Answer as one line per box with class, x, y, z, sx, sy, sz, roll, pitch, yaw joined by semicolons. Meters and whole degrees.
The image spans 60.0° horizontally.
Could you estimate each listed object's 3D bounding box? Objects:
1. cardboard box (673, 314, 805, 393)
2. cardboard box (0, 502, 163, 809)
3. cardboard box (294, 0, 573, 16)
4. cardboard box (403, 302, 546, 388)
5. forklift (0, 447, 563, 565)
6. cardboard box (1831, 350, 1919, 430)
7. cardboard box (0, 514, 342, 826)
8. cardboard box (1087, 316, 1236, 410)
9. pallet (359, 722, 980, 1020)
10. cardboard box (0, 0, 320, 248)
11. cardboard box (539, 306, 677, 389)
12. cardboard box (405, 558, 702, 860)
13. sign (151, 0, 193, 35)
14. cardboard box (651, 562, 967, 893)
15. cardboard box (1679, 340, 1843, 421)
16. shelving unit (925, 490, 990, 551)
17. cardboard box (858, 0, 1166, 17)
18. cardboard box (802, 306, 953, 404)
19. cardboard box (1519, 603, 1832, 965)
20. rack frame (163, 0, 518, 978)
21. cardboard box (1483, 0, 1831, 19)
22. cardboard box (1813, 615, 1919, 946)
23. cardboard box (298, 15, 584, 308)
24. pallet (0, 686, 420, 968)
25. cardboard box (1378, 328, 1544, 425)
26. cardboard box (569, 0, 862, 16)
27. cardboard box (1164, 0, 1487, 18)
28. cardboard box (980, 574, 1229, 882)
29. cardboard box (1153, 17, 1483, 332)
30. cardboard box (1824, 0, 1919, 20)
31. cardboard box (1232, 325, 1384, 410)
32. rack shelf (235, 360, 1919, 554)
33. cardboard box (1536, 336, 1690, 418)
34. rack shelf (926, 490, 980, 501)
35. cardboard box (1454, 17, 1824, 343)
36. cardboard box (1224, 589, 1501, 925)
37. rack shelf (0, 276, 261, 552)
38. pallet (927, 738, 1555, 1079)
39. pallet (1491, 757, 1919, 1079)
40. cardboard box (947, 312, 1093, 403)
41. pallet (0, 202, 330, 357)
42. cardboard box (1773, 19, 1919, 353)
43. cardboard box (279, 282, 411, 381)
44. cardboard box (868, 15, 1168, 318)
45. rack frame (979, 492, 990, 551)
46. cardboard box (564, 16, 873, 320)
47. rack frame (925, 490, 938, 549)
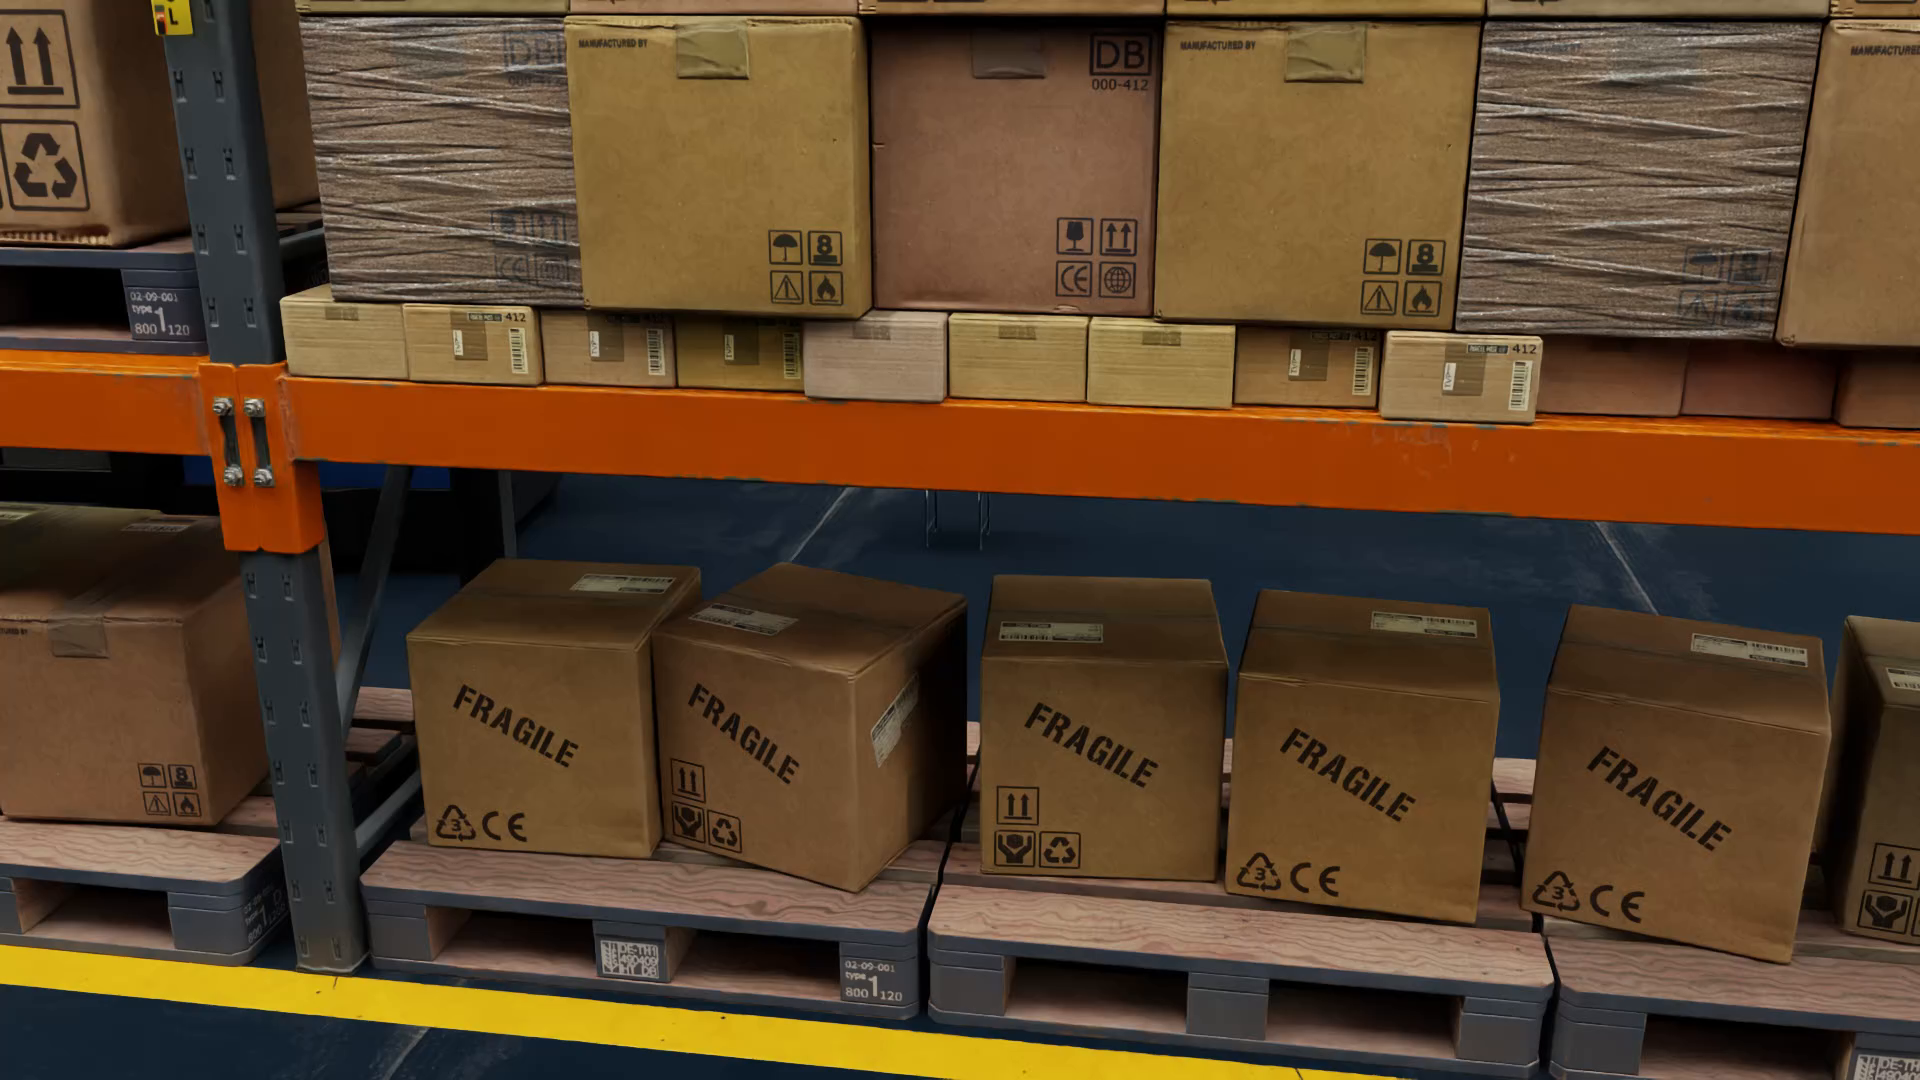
cardboard box;-0.364;-0.399;3.164;0.250;0.149;0.380;3;19;9
cardboard box;-2.344;0.256;4.057;0.500;0.500;0.700;3;19;8
cardboard box;-0.869;-1.214;3.001;0.500;0.500;0.500;3;19;9
cardboard box;-0.864;-0.412;3.204;0.250;0.149;0.380;3;19;9
forklift;-3.170;-1.469;6.073;3.031;2.935;1.130;1;19;4
cardboard box;1.616;-0.309;2.896;0.250;0.149;0.380;3;19;9
cardboard box;-1.876;0.286;3.968;0.500;0.500;0.700;1;19;4
cardboard box;0.375;-0.358;3.041;0.250;0.149;0.380;3;19;9
pallet;-0.604;0.692;3.903;1.213;0.211;1.003;3;19;9
cardboard box;-2.035;-1.221;3.617;1.000;1.000;1.000;3;19;9
cardboard box;-0.613;-0.409;3.193;0.250;0.149;0.380;3;19;9
cardboard box;-0.884;0.366;3.761;0.500;0.500;0.500;2;19;7
sign;-1.358;-1.028;2.824;0.005;0.325;0.100;3;19;9
cardboard box;-0.318;0.392;3.682;0.500;0.500;0.500;9;21;26
cardboard box;1.376;-0.335;2.972;0.250;0.149;0.380;3;19;9
shelving unit;-0.008;-0.427;6.162;0.210;0.900;0.258;3;19;9
cardboard box;0.118;-1.164;2.851;0.500;0.500;0.500;3;19;9
cardboard box;-0.124;-0.373;3.088;0.250;0.149;0.380;3;19;9
cardboard box;1.467;0.478;3.424;0.500;0.500;0.500;8;20;23
rack frame;-1.273;-0.653;3.528;0.127;3.000;1.000;3;19;9
cardboard box;1.106;-1.114;2.704;0.500;0.500;0.500;3;19;9
cardboard box;2.062;0.498;3.366;0.500;0.500;0.500;7;20;19
cardboard box;-0.839;-0.800;3.340;0.500;0.500;0.875;3;19;9
pallet;-2.042;0.630;4.086;1.213;0.211;1.003;3;19;9
cardboard box;0.864;-0.325;2.943;0.250;0.149;0.380;3;19;9
cardboard box;-0.375;-1.189;2.927;0.500;0.500;0.500;3;19;9
cardboard box;0.614;-1.142;2.786;0.500;0.500;0.500;3;19;9
cardboard box;0.308;0.399;3.662;0.500;0.500;0.500;1;19;4
cardboard box;0.646;-0.732;3.137;0.500;0.500;0.875;3;19;9
cardboard box;1.599;-1.088;2.626;0.500;0.500;0.500;3;19;9
cardboard box;0.629;-0.359;3.046;0.250;0.149;0.380;3;19;9
rack shelf;0.702;-0.211;3.342;4.000;0.370;1.077;3;19;9
cardboard box;1.125;-0.340;2.989;0.250;0.149;0.380;3;19;9
rack shelf;-0.008;-0.225;6.229;0.200;0.077;0.258;3;19;9
cardboard box;1.138;-0.703;3.050;0.500;0.500;0.875;3;19;9
cardboard box;0.852;0.441;3.536;0.500;0.500;0.500;5;19;14
rack shelf;-3.248;-0.413;3.943;4.000;0.370;1.077;3;19;9
pallet;0.604;0.752;3.722;1.213;0.211;1.003;3;19;9
pallet;1.805;0.815;3.536;1.213;0.211;1.003;3;19;9
cardboard box;0.130;-0.374;3.089;0.250;0.149;0.380;3;19;9
pallet;-2.005;-0.646;3.810;1.213;0.211;1.003;3;19;9
cardboard box;1.625;-0.664;2.935;0.500;0.500;0.875;3;19;9
cardboard box;-1.109;-0.429;3.254;0.250;0.149;0.380;3;19;9
cardboard box;0.159;-0.770;3.251;0.500;0.500;0.875;3;19;9
rack frame;0.092;-0.422;6.146;0.006;0.900;0.240;3;19;9
cardboard box;-0.351;-0.764;3.231;0.500;0.500;0.875;3;19;9
rack frame;-0.108;-0.432;6.177;0.006;0.900;0.240;3;19;9
